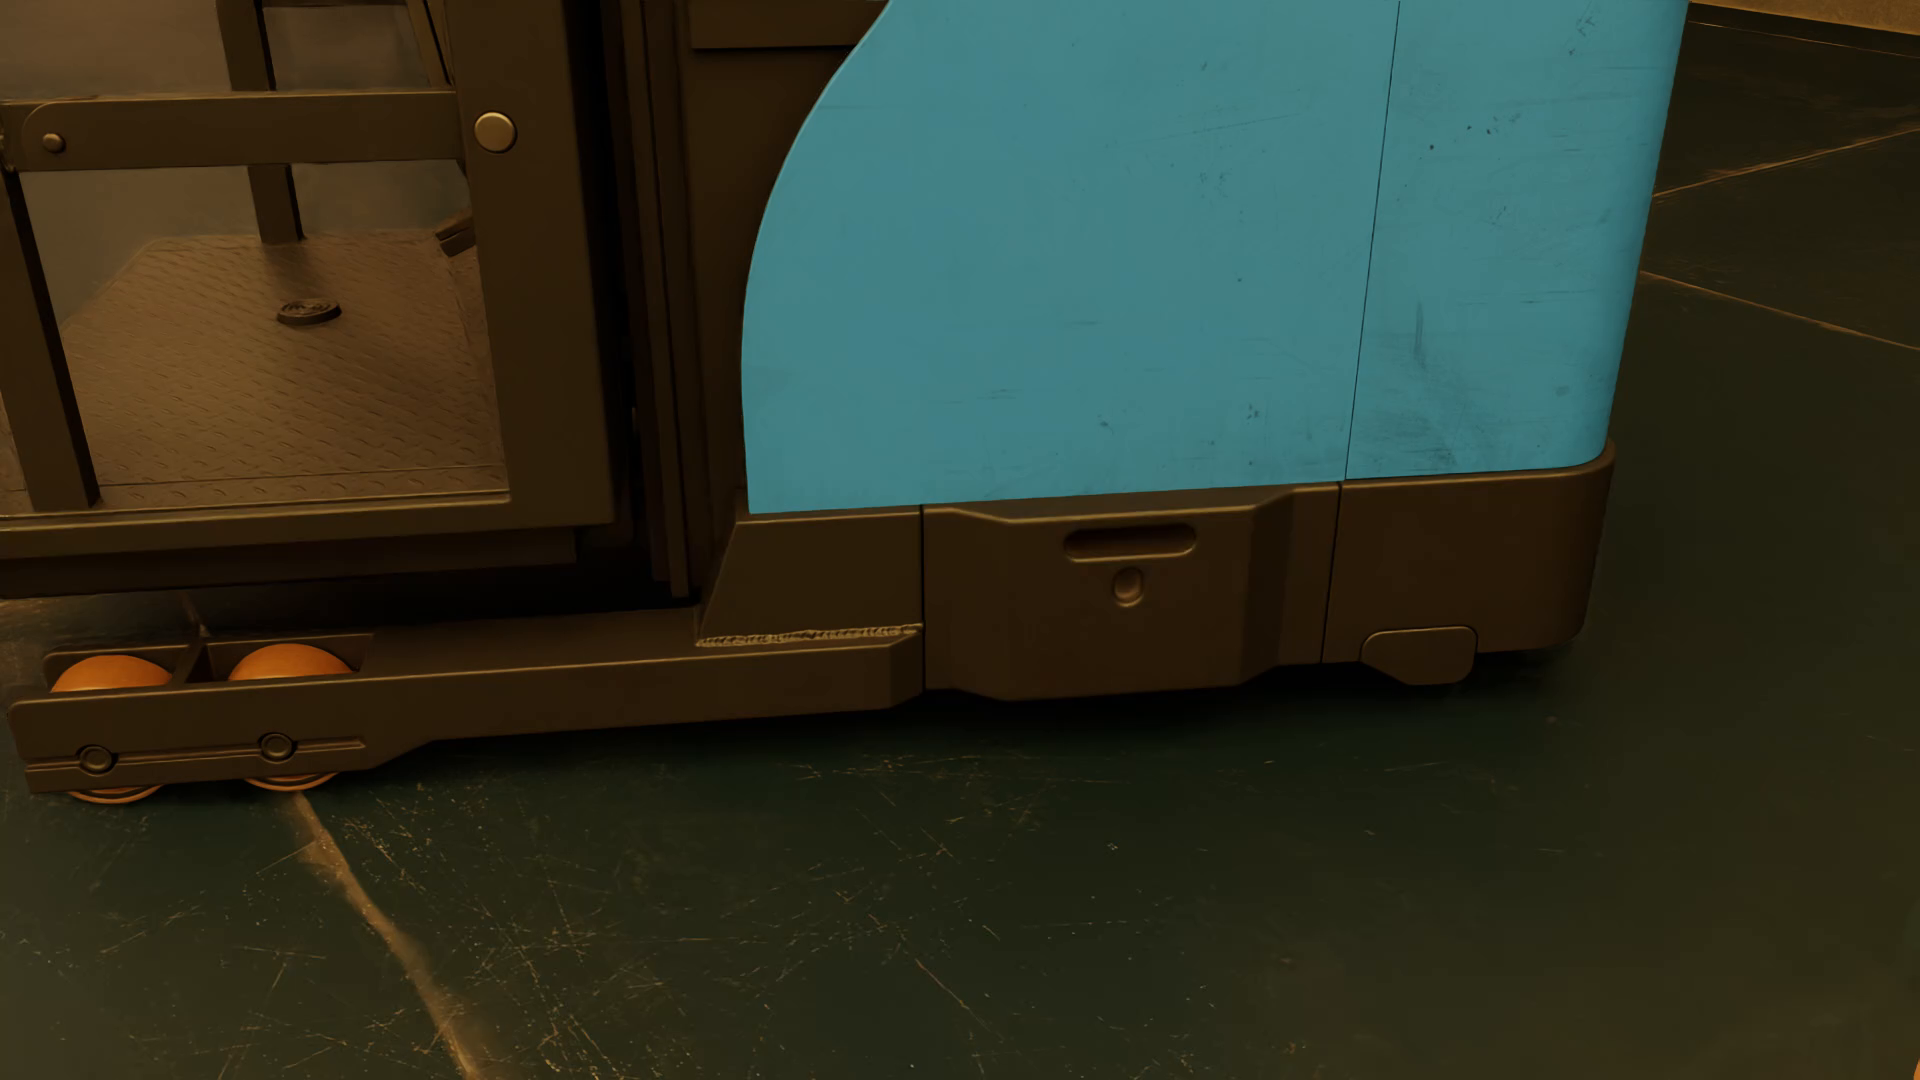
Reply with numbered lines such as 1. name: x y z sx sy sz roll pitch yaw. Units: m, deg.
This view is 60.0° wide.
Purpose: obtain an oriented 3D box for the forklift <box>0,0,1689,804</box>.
1. forklift: -0.752 -1.261 1.745 3.031 2.935 1.130 -3 27 -7
